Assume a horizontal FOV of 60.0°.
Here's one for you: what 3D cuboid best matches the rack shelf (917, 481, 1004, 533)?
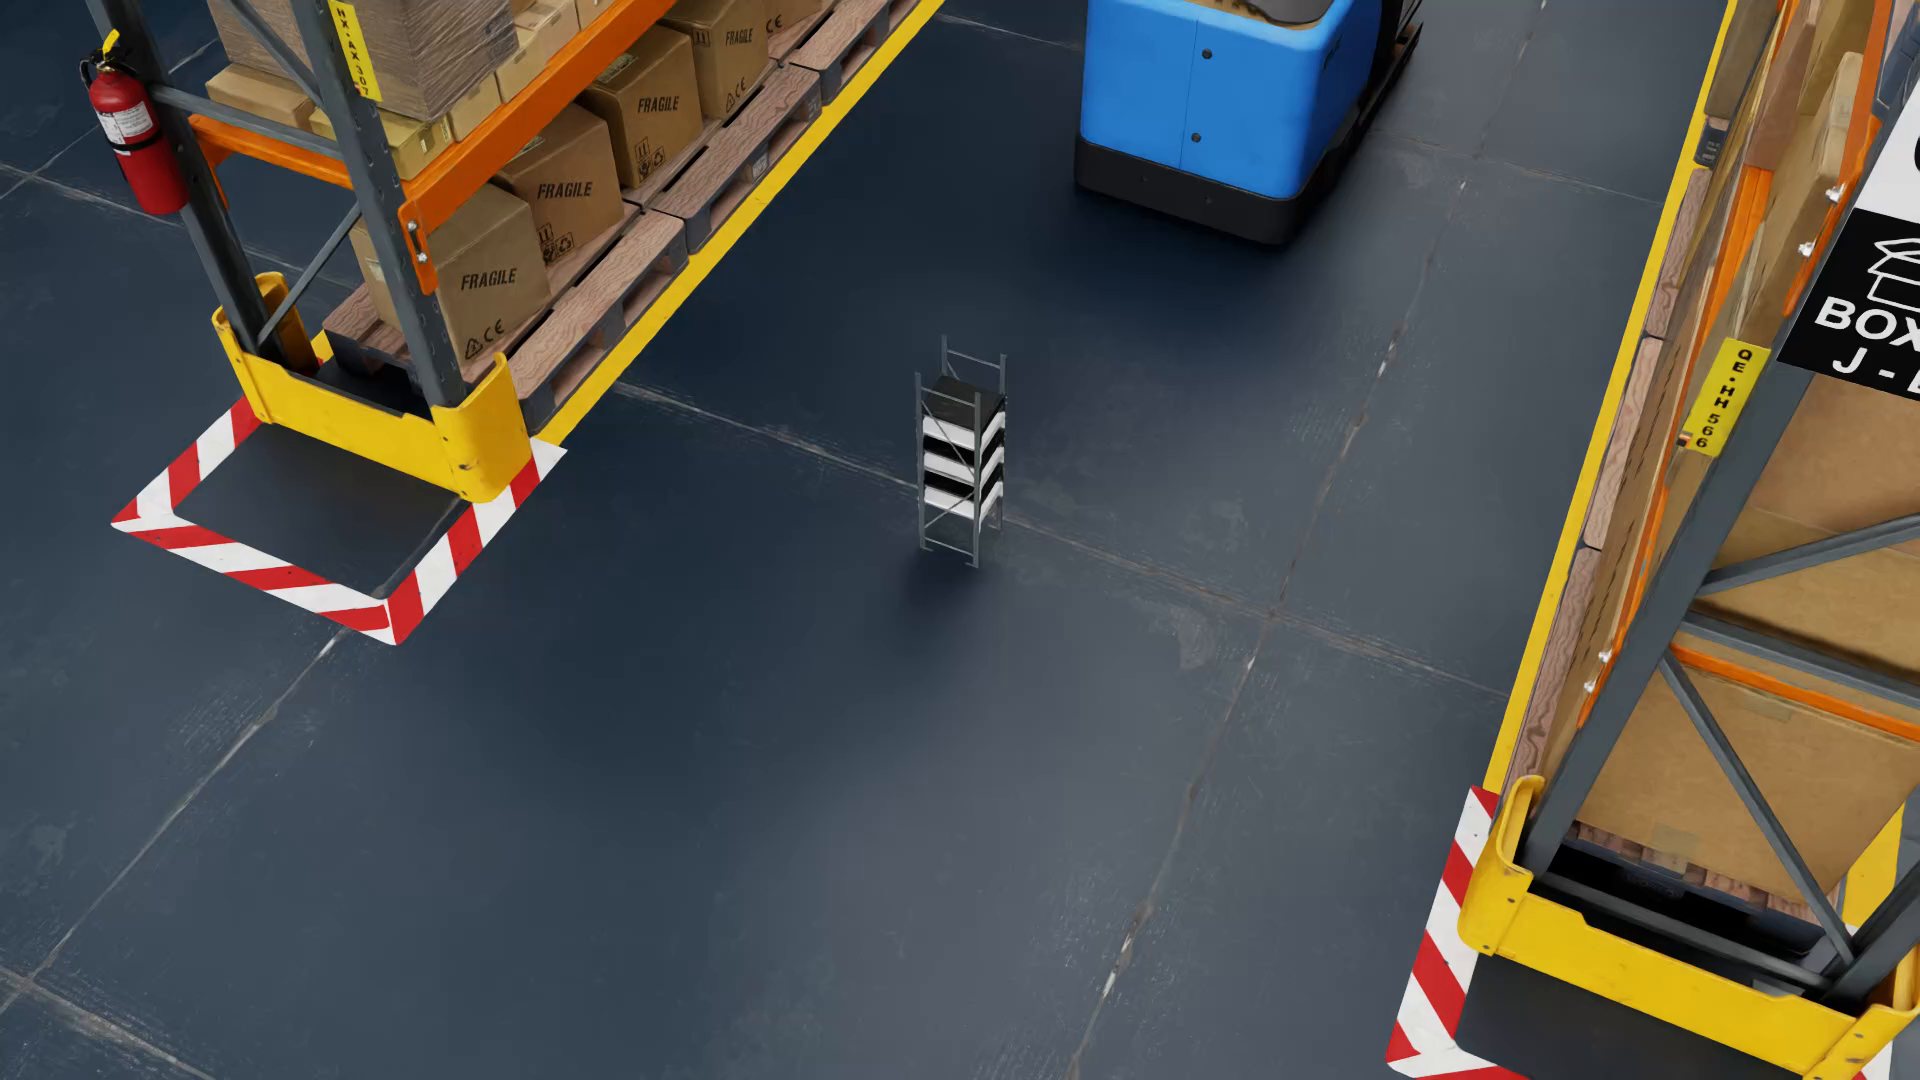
[{"bbox_3d":[0.003,-0.159,6.075,0.258,0.077,0.200,20,52,16],"label":"rack shelf"}]

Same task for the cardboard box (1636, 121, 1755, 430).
[{"bbox_3d":[3.144,-0.837,6.112,0.875,0.875,0.875,20,53,16],"label":"cardboard box"}]

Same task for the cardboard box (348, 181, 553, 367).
[{"bbox_3d":[-2.011,-1.102,6.583,0.500,0.500,0.500,29,55,22],"label":"cardboard box"}]

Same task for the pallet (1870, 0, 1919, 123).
[{"bbox_3d":[2.456,-1.125,3.327,1.003,0.211,1.213,20,52,16],"label":"pallet"}]

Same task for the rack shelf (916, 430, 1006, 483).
[{"bbox_3d":[0.003,-0.334,5.869,0.258,0.077,0.200,20,52,16],"label":"rack shelf"}]

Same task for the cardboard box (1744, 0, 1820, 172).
[{"bbox_3d":[3.159,-1.493,5.453,0.875,0.550,0.550,20,52,16],"label":"cardboard box"}]

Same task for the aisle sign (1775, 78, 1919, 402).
[{"bbox_3d":[1.847,-0.559,3.049,0.394,0.787,0.004,20,52,16],"label":"aisle sign"}]

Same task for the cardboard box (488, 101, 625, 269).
[{"bbox_3d":[-1.787,-1.525,6.943,0.500,0.500,0.500,33,57,25],"label":"cardboard box"}]

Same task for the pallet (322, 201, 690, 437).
[{"bbox_3d":[-1.882,-1.048,7.003,1.003,0.211,1.213,20,52,16],"label":"pallet"}]

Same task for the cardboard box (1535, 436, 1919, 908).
[{"bbox_3d":[2.378,0.396,5.063,0.875,0.875,0.875,20,53,16],"label":"cardboard box"}]

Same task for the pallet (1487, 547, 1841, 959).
[{"bbox_3d":[2.419,0.660,5.550,1.003,0.211,1.213,20,52,16],"label":"pallet"}]

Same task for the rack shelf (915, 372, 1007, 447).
[{"bbox_3d":[0.003,-0.451,5.732,0.258,0.077,0.200,20,52,16],"label":"rack shelf"}]

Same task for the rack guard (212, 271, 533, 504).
[{"bbox_3d":[-2.261,-0.593,6.427,1.175,0.500,0.348,20,52,16],"label":"rack guard"}]

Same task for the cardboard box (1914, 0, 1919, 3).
[{"bbox_3d":[1.984,-1.066,3.042,0.380,0.149,0.250,20,52,16],"label":"cardboard box"}]

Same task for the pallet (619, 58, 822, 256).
[{"bbox_3d":[-1.359,-1.885,7.715,1.003,0.211,1.213,20,52,16],"label":"pallet"}]

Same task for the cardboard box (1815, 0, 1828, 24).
[{"bbox_3d":[3.184,-1.834,5.034,0.875,0.550,0.550,20,52,16],"label":"cardboard box"}]

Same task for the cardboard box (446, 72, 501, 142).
[{"bbox_3d":[-1.832,-1.554,5.768,0.380,0.149,0.250,20,52,16],"label":"cardboard box"}]

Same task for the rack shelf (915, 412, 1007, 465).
[{"bbox_3d":[0.003,-0.392,5.800,0.258,0.077,0.200,20,52,16],"label":"rack shelf"}]

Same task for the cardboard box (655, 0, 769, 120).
[{"bbox_3d":[-1.223,-2.319,7.619,0.500,0.500,0.500,16,51,13],"label":"cardboard box"}]

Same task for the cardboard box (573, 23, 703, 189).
[{"bbox_3d":[-1.502,-1.949,7.305,0.500,0.500,0.500,24,54,19],"label":"cardboard box"}]

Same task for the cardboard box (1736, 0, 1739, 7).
[{"bbox_3d":[4.457,-2.949,7.991,1.050,0.750,0.750,20,52,16],"label":"cardboard box"}]

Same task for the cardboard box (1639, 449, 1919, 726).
[{"bbox_3d":[2.266,0.013,4.171,0.875,0.550,0.550,20,52,16],"label":"cardboard box"}]

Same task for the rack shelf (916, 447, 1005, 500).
[{"bbox_3d":[0.003,-0.276,5.937,0.258,0.077,0.200,20,52,16],"label":"rack shelf"}]

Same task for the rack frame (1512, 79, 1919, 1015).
[{"bbox_3d":[2.148,0.332,3.998,1.000,3.000,0.127,20,52,16],"label":"rack frame"}]

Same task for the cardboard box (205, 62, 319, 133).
[{"bbox_3d":[-2.358,-1.533,5.750,0.380,0.149,0.250,20,52,16],"label":"cardboard box"}]

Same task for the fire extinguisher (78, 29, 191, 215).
[{"bbox_3d":[-2.759,-1.397,5.520,0.296,0.674,0.183,20,52,16],"label":"fire extinguisher"}]

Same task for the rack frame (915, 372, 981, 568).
[{"bbox_3d":[-0.040,-0.227,5.852,0.240,0.900,0.006,20,52,16],"label":"rack frame"}]

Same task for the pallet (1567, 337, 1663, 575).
[{"bbox_3d":[2.942,-0.177,6.262,1.003,0.211,1.213,20,52,16],"label":"pallet"}]

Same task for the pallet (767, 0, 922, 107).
[{"bbox_3d":[-0.839,-2.728,8.433,1.003,0.211,1.213,20,52,16],"label":"pallet"}]

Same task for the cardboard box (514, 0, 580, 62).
[{"bbox_3d":[-1.623,-1.901,6.063,0.380,0.149,0.250,20,52,16],"label":"cardboard box"}]

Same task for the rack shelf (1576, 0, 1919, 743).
[{"bbox_3d":[3.003,-0.812,5.444,1.077,0.370,4.000,20,52,16],"label":"rack shelf"}]

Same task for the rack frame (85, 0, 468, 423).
[{"bbox_3d":[-2.293,-1.351,5.430,1.000,3.000,0.127,20,52,16],"label":"rack frame"}]

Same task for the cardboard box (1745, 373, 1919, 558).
[{"bbox_3d":[2.342,-0.309,3.736,0.875,0.550,0.550,20,52,16],"label":"cardboard box"}]

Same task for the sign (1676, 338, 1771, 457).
[{"bbox_3d":[1.664,-0.306,3.625,0.100,0.325,0.005,20,52,16],"label":"sign"}]

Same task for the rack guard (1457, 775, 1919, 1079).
[{"bbox_3d":[2.138,1.159,4.936,1.175,0.500,0.348,20,52,16],"label":"rack guard"}]

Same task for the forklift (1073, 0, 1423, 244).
[{"bbox_3d":[1.640,-3.371,7.193,1.130,2.935,3.031,21,53,17],"label":"forklift"}]

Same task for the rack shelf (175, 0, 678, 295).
[{"bbox_3d":[-1.439,-2.495,6.876,1.077,0.370,4.000,20,52,16],"label":"rack shelf"}]

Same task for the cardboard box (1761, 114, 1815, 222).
[{"bbox_3d":[3.023,-1.096,5.114,0.875,0.550,0.500,20,52,16],"label":"cardboard box"}]

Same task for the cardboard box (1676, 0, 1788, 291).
[{"bbox_3d":[3.525,-1.459,6.642,0.875,0.875,0.875,21,53,17],"label":"cardboard box"}]

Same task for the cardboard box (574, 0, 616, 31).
[{"bbox_3d":[-1.510,-2.070,6.207,0.380,0.149,0.250,20,52,16],"label":"cardboard box"}]

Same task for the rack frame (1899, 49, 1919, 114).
[{"bbox_3d":[2.148,-1.612,1.713,1.000,3.000,0.127,20,52,16],"label":"rack frame"}]

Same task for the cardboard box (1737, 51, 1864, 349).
[{"bbox_3d":[2.493,-0.718,4.084,0.875,0.550,0.550,20,52,16],"label":"cardboard box"}]

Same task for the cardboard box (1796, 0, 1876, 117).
[{"bbox_3d":[2.964,-1.467,4.721,0.875,0.550,0.500,20,52,16],"label":"cardboard box"}]

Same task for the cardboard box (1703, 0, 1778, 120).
[{"bbox_3d":[4.041,-2.286,7.427,1.050,0.750,0.750,20,52,16],"label":"cardboard box"}]

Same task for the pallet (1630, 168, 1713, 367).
[{"bbox_3d":[3.462,-1.020,6.980,1.003,0.211,1.213,20,52,16],"label":"pallet"}]

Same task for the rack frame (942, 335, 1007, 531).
[{"bbox_3d":[0.047,-0.367,5.972,0.240,0.900,0.006,20,52,16],"label":"rack frame"}]

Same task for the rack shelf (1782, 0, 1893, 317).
[{"bbox_3d":[3.003,-1.784,4.301,1.077,0.370,4.000,20,52,16],"label":"rack shelf"}]

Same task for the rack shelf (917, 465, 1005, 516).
[{"bbox_3d":[0.003,-0.217,6.006,0.258,0.077,0.200,20,52,16],"label":"rack shelf"}]

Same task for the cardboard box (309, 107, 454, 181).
[{"bbox_3d":[-1.956,-1.388,5.627,0.380,0.149,0.250,20,52,16],"label":"cardboard box"}]

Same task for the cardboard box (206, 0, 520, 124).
[{"bbox_3d":[-2.033,-1.850,5.593,0.875,0.500,0.500,20,52,16],"label":"cardboard box"}]

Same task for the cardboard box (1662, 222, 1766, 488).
[{"bbox_3d":[2.481,-0.372,4.499,0.875,0.550,0.550,20,52,16],"label":"cardboard box"}]

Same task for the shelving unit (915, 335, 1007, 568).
[{"bbox_3d":[0.003,-0.297,5.912,0.258,0.900,0.210,20,52,16],"label":"shelving unit"}]

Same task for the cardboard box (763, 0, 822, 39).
[{"bbox_3d":[-1.029,-2.772,8.005,0.500,0.500,0.500,36,58,27],"label":"cardboard box"}]

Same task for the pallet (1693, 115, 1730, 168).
[{"bbox_3d":[4.119,-2.074,7.876,1.003,0.211,1.213,20,52,16],"label":"pallet"}]

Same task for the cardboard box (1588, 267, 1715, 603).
[{"bbox_3d":[2.752,-0.210,5.579,0.875,0.875,0.875,19,52,16],"label":"cardboard box"}]

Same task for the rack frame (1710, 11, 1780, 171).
[{"bbox_3d":[3.857,-2.422,6.341,1.000,3.000,0.127,20,52,16],"label":"rack frame"}]

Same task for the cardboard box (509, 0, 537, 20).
[{"bbox_3d":[-1.928,-2.233,5.920,0.875,0.500,0.500,20,52,16],"label":"cardboard box"}]

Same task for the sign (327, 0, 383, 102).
[{"bbox_3d":[-1.802,-1.455,4.950,0.100,0.325,0.005,20,52,16],"label":"sign"}]

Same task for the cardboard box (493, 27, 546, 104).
[{"bbox_3d":[-1.711,-1.722,5.910,0.380,0.149,0.250,20,52,16],"label":"cardboard box"}]
